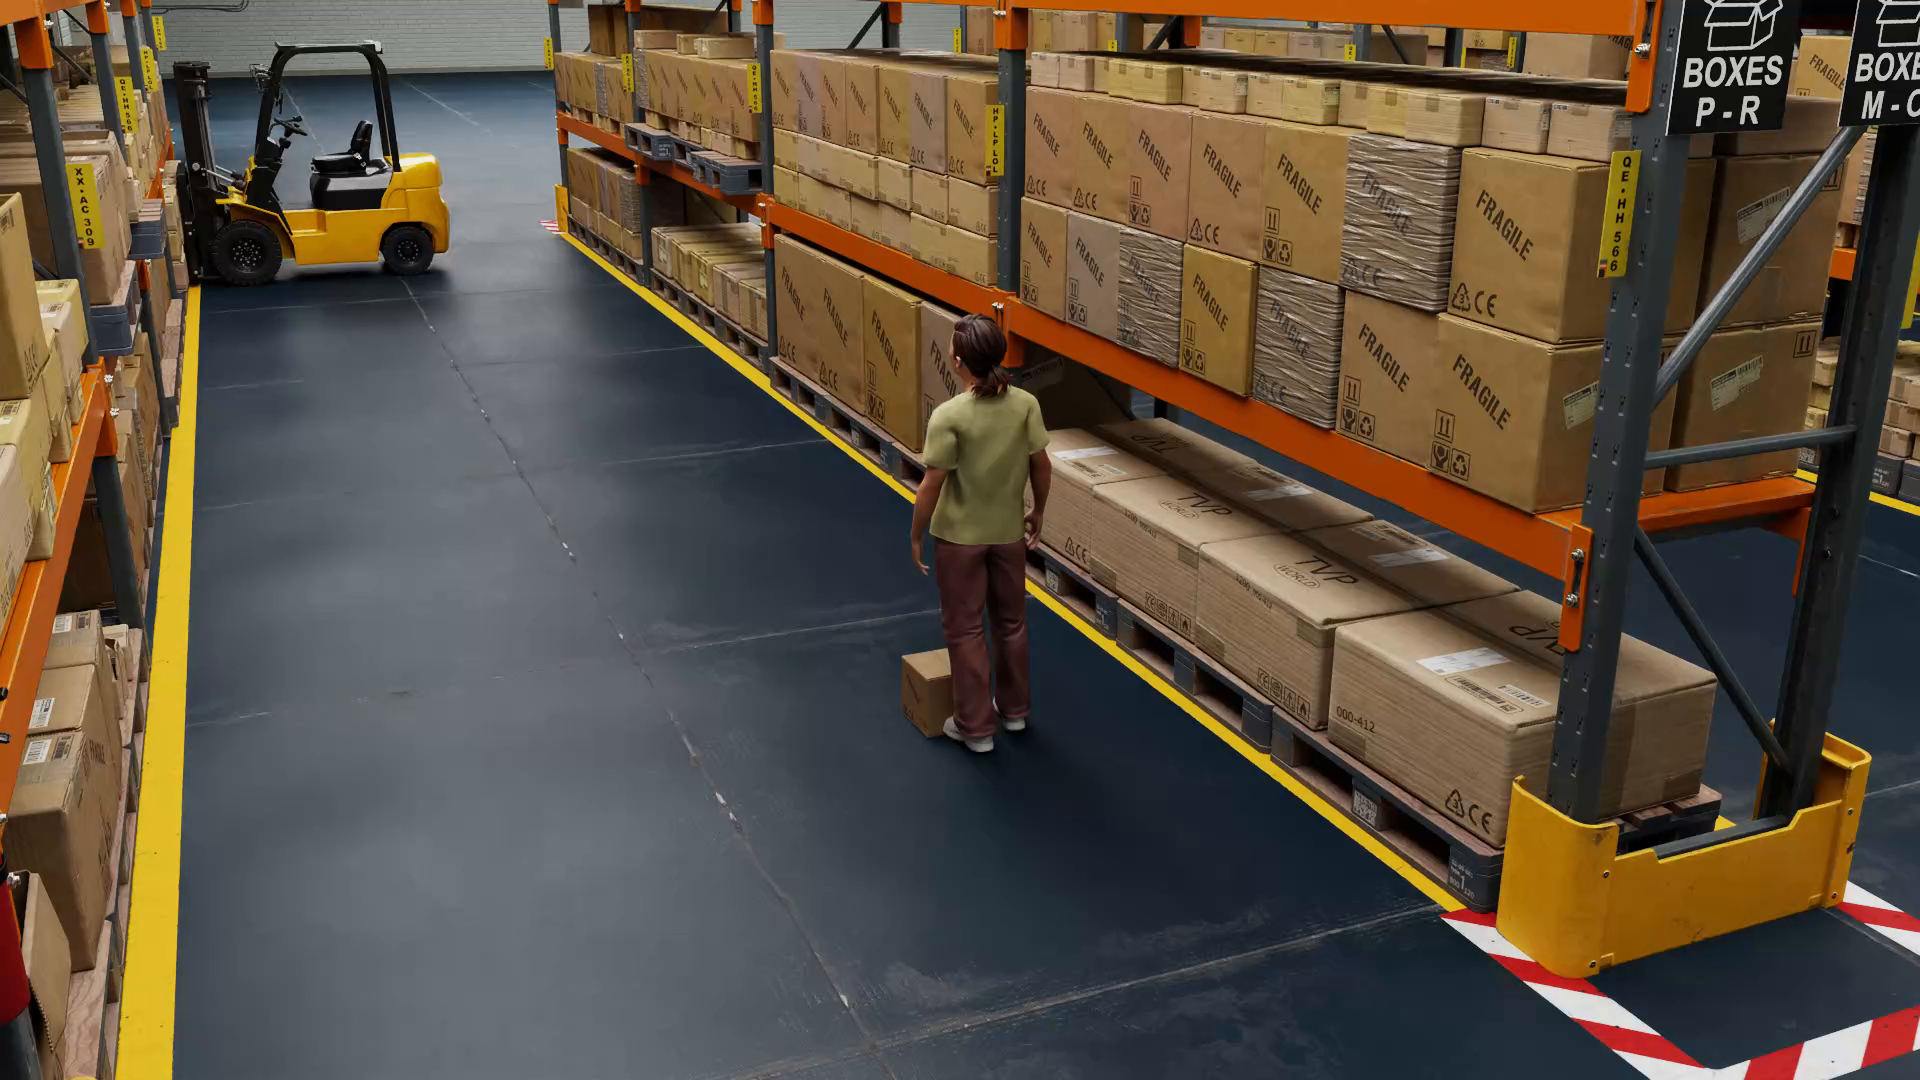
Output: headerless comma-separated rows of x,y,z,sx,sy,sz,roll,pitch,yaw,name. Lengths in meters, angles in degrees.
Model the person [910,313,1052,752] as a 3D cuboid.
0.051,-0.027,6.116,0.553,1.675,0.549,-8,20,-22,person
